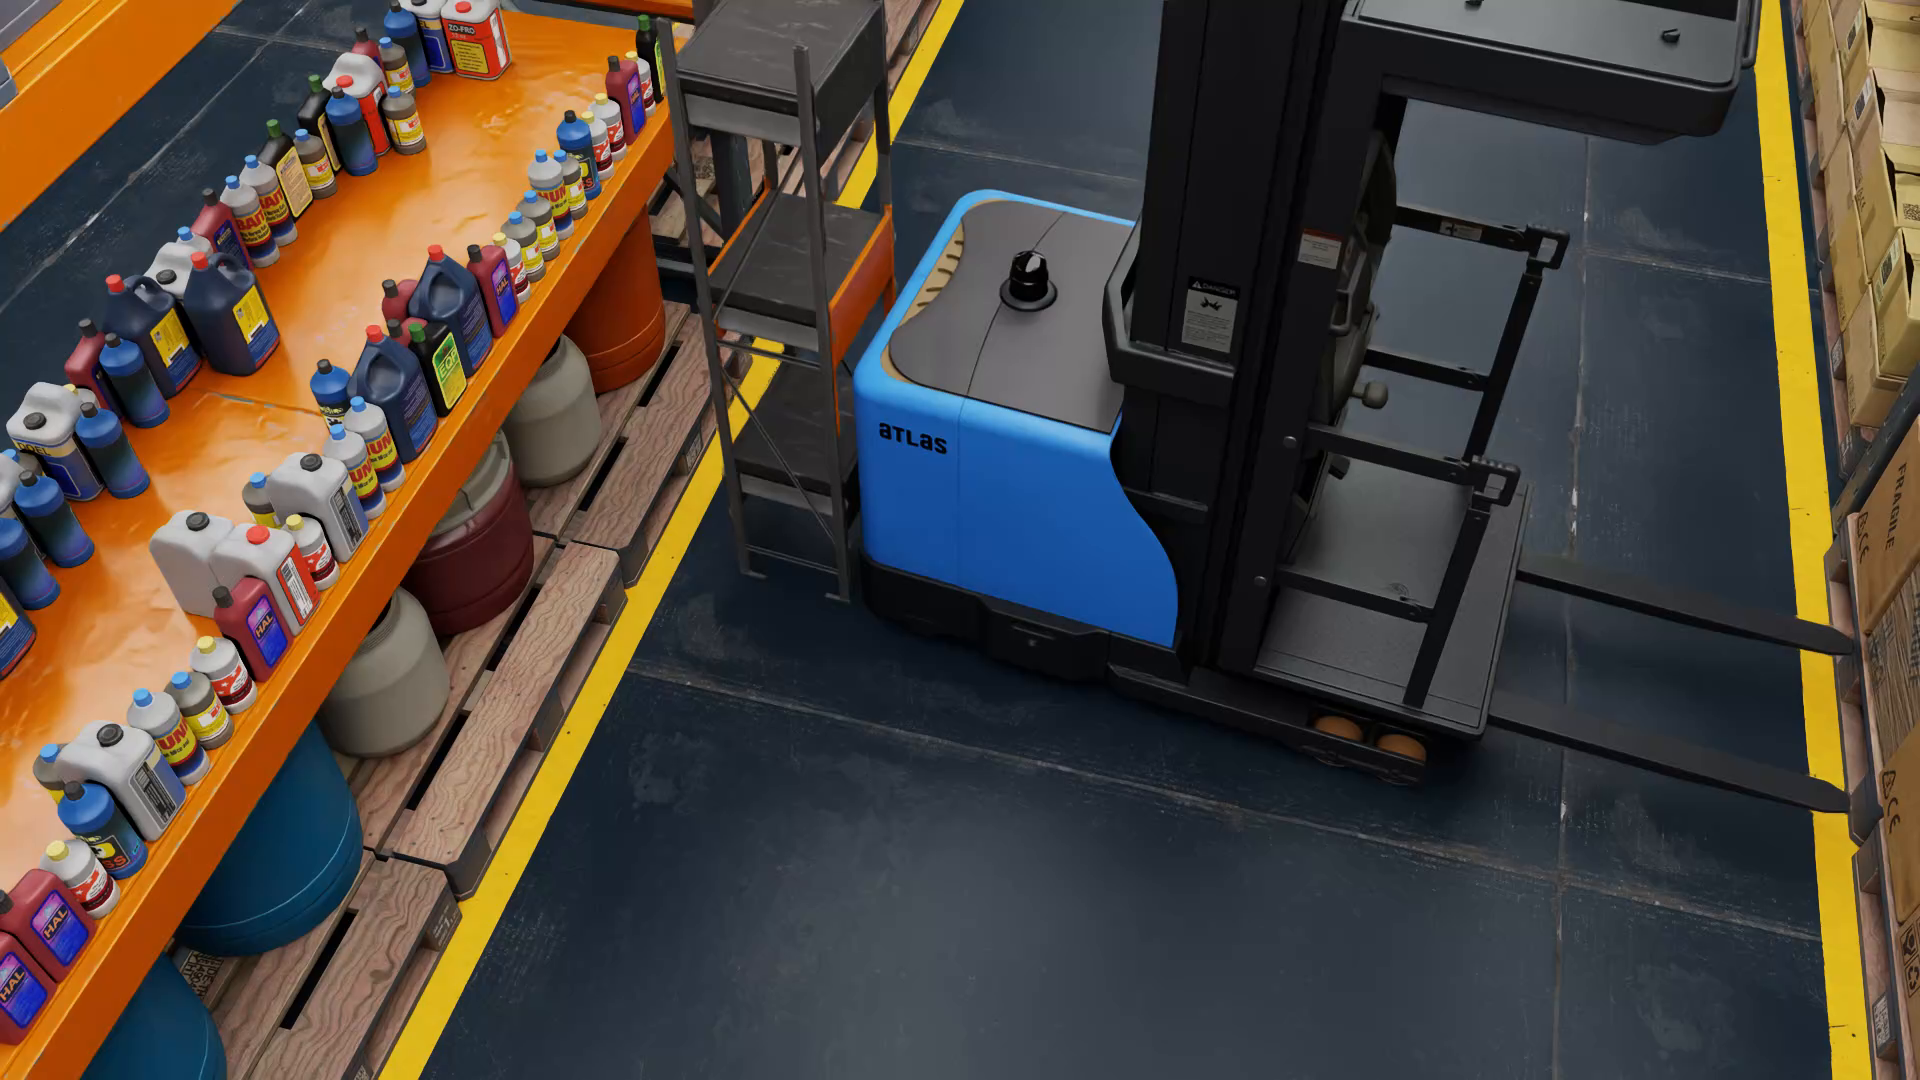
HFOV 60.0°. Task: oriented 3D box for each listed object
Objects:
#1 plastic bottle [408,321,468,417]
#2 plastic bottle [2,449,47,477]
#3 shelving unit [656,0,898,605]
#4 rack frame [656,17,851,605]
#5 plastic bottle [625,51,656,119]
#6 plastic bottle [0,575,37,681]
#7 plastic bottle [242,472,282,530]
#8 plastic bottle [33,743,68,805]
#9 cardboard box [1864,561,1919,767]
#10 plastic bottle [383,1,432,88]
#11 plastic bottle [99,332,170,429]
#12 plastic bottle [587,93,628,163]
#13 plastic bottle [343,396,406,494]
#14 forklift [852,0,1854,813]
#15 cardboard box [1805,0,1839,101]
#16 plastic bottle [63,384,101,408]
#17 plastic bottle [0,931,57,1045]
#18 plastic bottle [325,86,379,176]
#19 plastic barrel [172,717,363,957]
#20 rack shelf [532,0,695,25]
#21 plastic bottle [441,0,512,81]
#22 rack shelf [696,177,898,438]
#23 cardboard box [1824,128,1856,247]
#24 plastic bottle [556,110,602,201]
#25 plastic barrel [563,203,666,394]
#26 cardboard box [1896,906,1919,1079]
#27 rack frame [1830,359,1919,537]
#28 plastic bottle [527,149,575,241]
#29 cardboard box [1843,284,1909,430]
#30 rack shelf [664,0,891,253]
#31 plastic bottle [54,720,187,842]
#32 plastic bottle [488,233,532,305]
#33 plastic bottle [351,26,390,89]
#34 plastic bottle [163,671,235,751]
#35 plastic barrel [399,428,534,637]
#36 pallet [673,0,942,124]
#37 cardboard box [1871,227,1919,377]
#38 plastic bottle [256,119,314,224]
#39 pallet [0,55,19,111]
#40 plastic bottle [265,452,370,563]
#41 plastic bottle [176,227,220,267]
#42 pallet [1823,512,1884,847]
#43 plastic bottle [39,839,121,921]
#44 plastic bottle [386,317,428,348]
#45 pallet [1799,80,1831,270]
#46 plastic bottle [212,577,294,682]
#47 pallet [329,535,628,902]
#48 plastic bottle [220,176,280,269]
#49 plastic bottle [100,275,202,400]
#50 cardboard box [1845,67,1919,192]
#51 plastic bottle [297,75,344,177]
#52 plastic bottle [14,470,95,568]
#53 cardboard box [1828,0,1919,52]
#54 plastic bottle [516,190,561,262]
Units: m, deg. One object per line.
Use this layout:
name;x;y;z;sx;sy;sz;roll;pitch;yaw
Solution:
plastic bottle;-1.335;-0.458;4.232;0.061;0.283;0.133;12;50;10
plastic bottle;-2.248;-0.136;4.002;0.097;0.201;0.097;0;49;0
shelving unit;-0.473;-0.707;4.973;0.431;2.100;0.503;15;50;13
rack frame;-0.555;-0.534;4.821;0.400;2.100;0.015;15;50;13
plastic bottle;-0.998;-1.408;5.125;0.097;0.201;0.097;0;49;0
plastic bottle;-2.194;0.144;3.655;0.144;0.351;0.185;12;50;10
plastic bottle;-1.639;-0.080;3.952;0.097;0.201;0.097;0;49;0
plastic bottle;-1.848;0.493;3.447;0.097;0.201;0.097;0;49;0
cardboard box;2.995;0.384;4.784;0.500;0.500;0.500;10;49;9
plastic bottle;-1.738;-1.560;5.212;0.097;0.271;0.097;0;49;0
plastic bottle;-2.093;-0.412;4.198;0.097;0.271;0.097;0;49;0
plastic bottle;-1.059;-1.241;4.977;0.097;0.201;0.097;0;49;0
plastic bottle;-1.431;-0.241;4.048;0.097;0.271;0.097;0;49;0
forklift;1.247;-0.675;4.391;3.031;2.935;1.130;16;50;13
cardboard box;3.961;-2.085;7.144;0.500;0.250;0.500;10;49;9
plastic bottle;-2.187;-0.304;4.150;0.097;0.201;0.097;0;49;0
plastic bottle;-1.800;0.820;3.103;0.061;0.283;0.133;12;50;10
plastic bottle;-1.801;-1.214;4.906;0.097;0.271;0.097;0;49;0
plastic barrel;-1.962;0.616;4.325;0.600;0.901;0.708;12;50;10
rack shelf;-0.729;-3.139;7.000;1.077;0.370;4.000;12;50;10
plastic bottle;-1.534;-1.610;5.253;0.152;0.276;0.135;12;50;10
rack shelf;-0.473;-0.698;4.983;0.431;0.518;0.480;15;50;13
cardboard box;3.693;-1.345;6.490;0.500;0.250;0.500;13;50;11
plastic bottle;-1.110;-1.124;4.827;0.097;0.271;0.097;0;49;0
plastic barrel;-1.368;-0.994;5.794;0.600;0.830;0.708;12;50;10
cardboard box;2.725;1.124;4.131;0.500;0.500;0.500;10;49;9
rack frame;3.523;-0.950;4.588;1.000;3.000;0.127;12;50;10
plastic bottle;-1.161;-0.983;4.703;0.097;0.271;0.097;0;49;0
cardboard box;3.426;-0.608;5.840;0.500;0.250;0.500;13;50;11
rack shelf;-0.473;-1.161;4.459;0.431;0.518;0.480;15;50;13
plastic bottle;-1.722;0.479;3.409;0.152;0.276;0.135;12;50;10
plastic bottle;-1.238;-0.748;4.542;0.097;0.201;0.097;0;49;0
plastic bottle;-1.811;-1.414;5.075;0.061;0.283;0.133;12;50;10
plastic bottle;-1.640;0.355;3.568;0.097;0.201;0.097;0;49;0
plastic barrel;-1.665;-0.098;5.164;0.600;0.588;0.708;12;50;10
pallet;-0.691;-2.440;7.763;1.003;0.211;1.213;12;50;10
cardboard box;3.423;-0.793;5.629;0.500;0.311;0.500;13;50;11
plastic bottle;-1.943;-1.053;4.757;0.061;0.283;0.133;12;50;10
pallet;-2.196;-0.554;2.363;1.213;0.211;1.003;12;50;10
plastic bottle;-1.514;-0.093;3.915;0.152;0.276;0.135;12;50;10
plastic bottle;-2.042;-0.725;4.475;0.097;0.271;0.097;0;49;0
pallet;3.290;0.505;5.164;1.003;0.211;1.213;12;50;10
plastic bottle;-1.752;0.664;3.296;0.097;0.201;0.097;0;49;0
plastic bottle;-1.393;-0.470;4.242;0.061;0.283;0.133;12;50;10
pallet;4.100;-1.495;6.929;1.003;0.211;1.213;12;50;10
plastic bottle;-1.566;0.178;3.670;0.061;0.283;0.133;12;50;10
pallet;-1.746;0.450;5.212;1.003;0.211;1.213;12;50;10
plastic bottle;-1.981;-0.892;4.622;0.097;0.271;0.097;0;49;0
plastic bottle;-2.092;-0.547;4.265;0.144;0.351;0.185;12;50;10
cardboard box;3.689;-1.534;6.283;0.500;0.311;0.500;11;50;10
plastic bottle;-1.882;-1.220;4.904;0.061;0.283;0.133;12;50;10
plastic bottle;-2.127;-0.059;3.887;0.097;0.271;0.097;0;49;0
cardboard box;3.954;-2.273;6.935;0.500;0.311;0.500;10;49;9
plastic bottle;-1.187;-0.889;4.667;0.097;0.201;0.097;0;49;0
